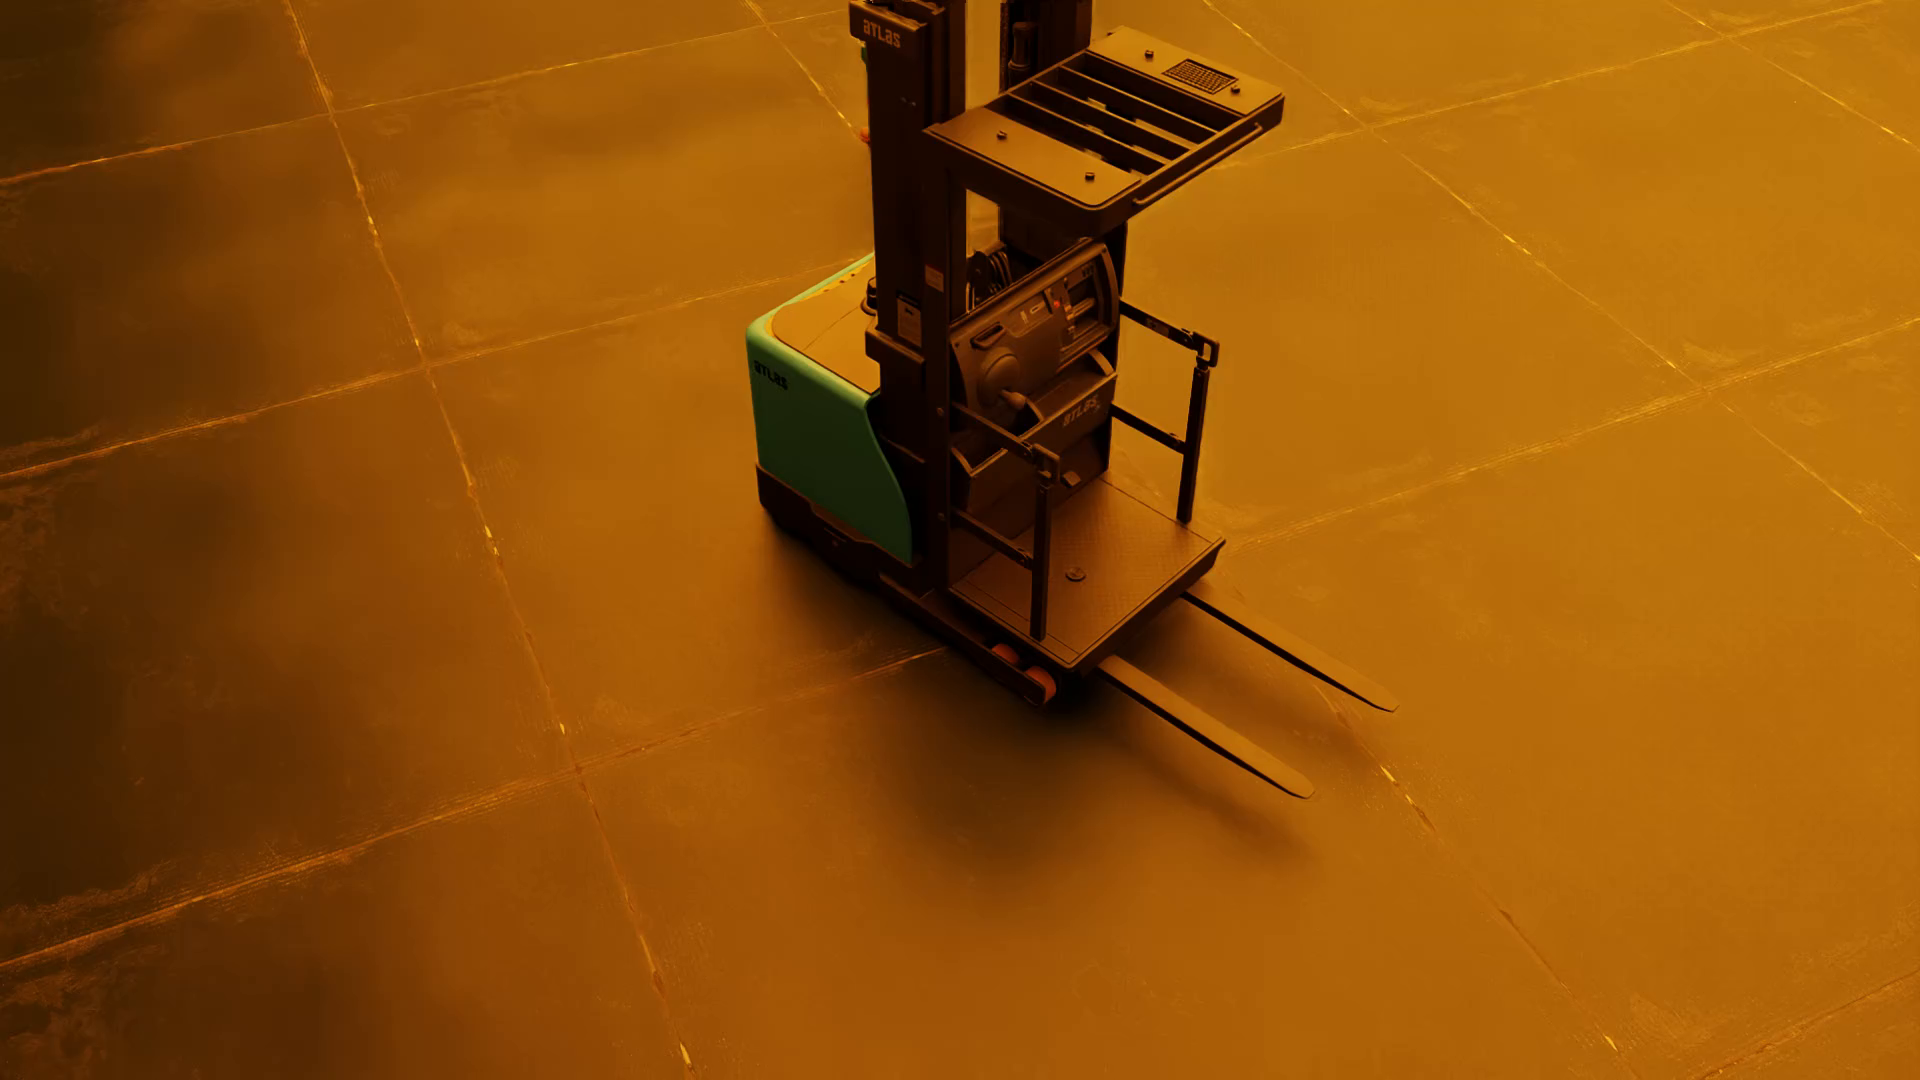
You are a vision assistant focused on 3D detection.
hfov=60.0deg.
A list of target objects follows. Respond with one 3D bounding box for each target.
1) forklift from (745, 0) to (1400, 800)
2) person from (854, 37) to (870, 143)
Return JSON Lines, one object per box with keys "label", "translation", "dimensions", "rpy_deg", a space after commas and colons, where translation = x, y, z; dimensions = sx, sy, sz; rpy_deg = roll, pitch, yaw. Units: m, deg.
{"label": "forklift", "translation": [0.463, -0.777, 6.512], "dimensions": [3.031, 2.935, 1.130], "rpy_deg": [32, 52, 30]}
{"label": "person", "translation": [-0.387, -3.162, 9.913], "dimensions": [0.633, 1.802, 0.478], "rpy_deg": [-19, 46, -19]}
